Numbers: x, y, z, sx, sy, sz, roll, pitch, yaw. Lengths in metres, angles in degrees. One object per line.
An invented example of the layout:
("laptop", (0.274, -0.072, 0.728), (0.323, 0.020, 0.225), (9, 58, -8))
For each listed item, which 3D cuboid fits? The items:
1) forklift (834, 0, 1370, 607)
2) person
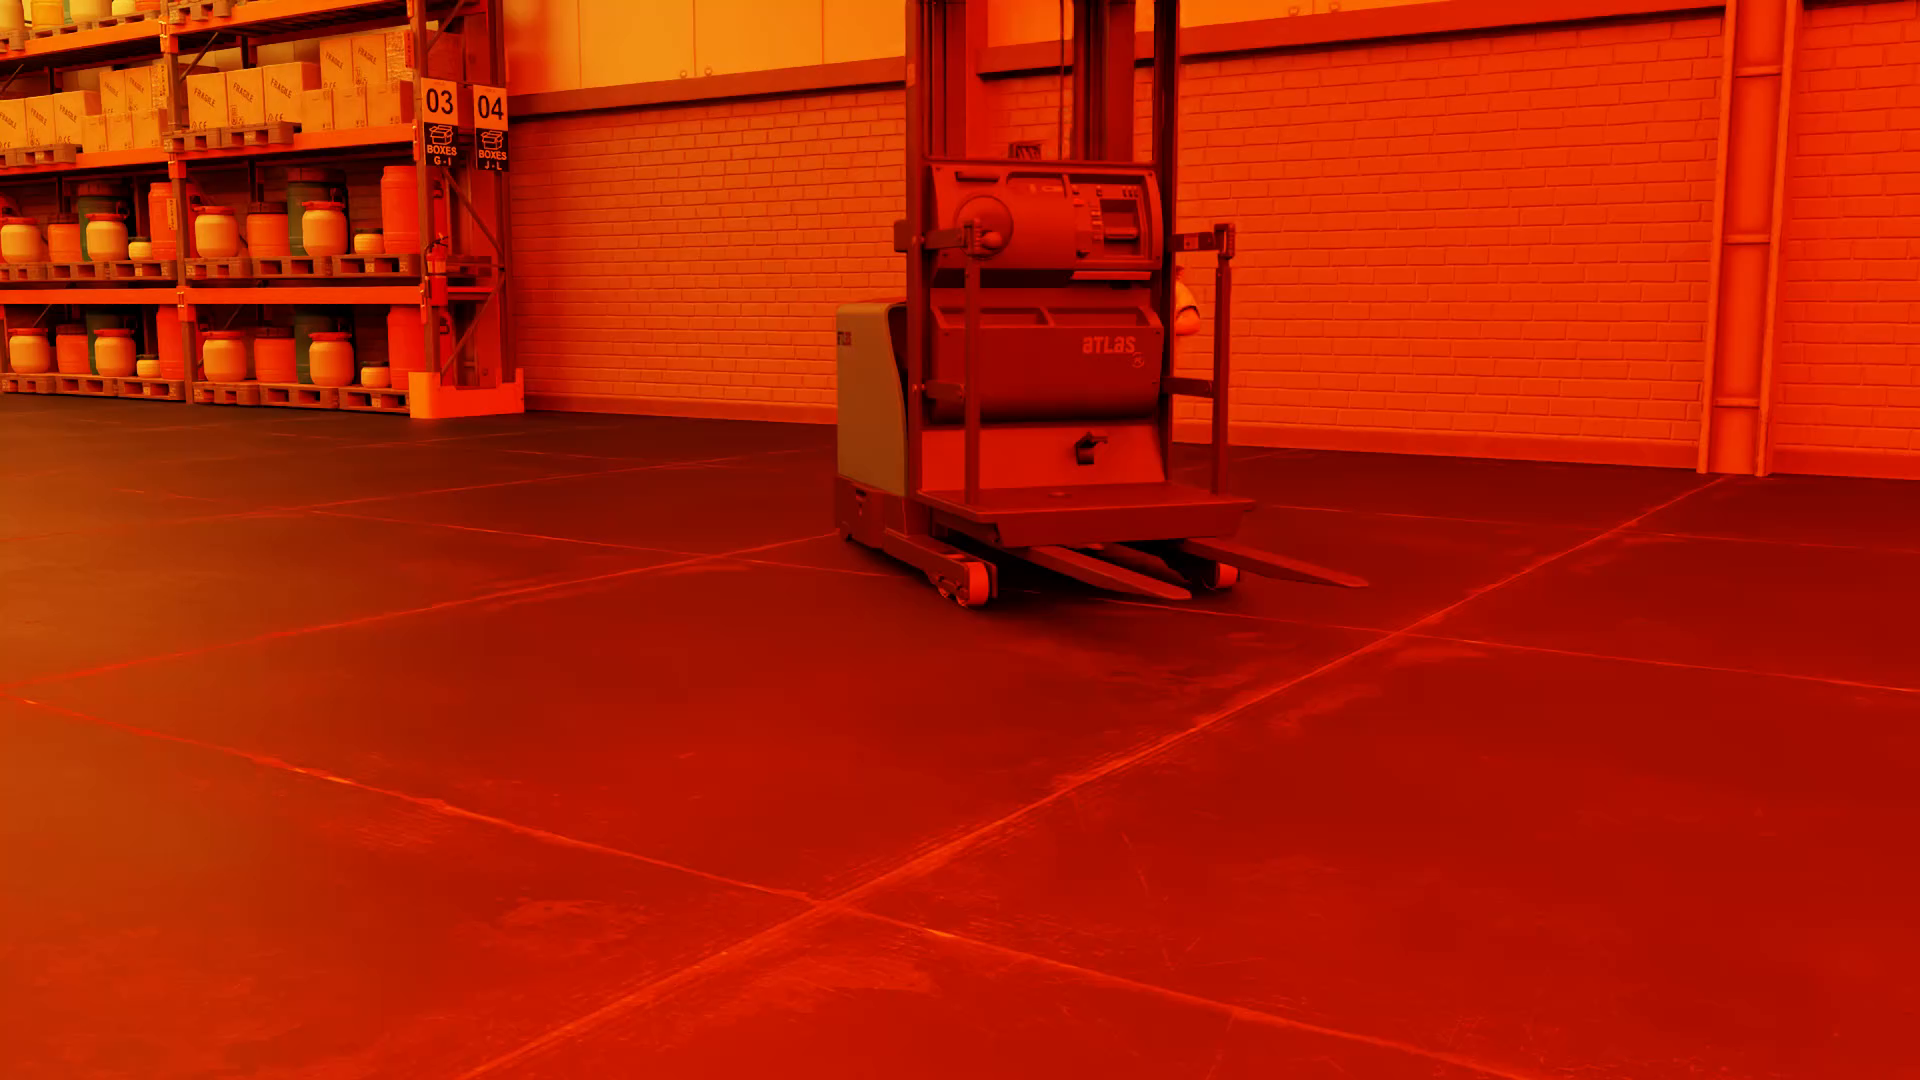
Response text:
("forklift", (0.415, -1.277, 6.171), (1.130, 2.935, 3.031), (-3, 9, -20))
("person", (0.641, -0.694, 7.398), (0.858, 1.428, 0.836), (6, 10, 38))
